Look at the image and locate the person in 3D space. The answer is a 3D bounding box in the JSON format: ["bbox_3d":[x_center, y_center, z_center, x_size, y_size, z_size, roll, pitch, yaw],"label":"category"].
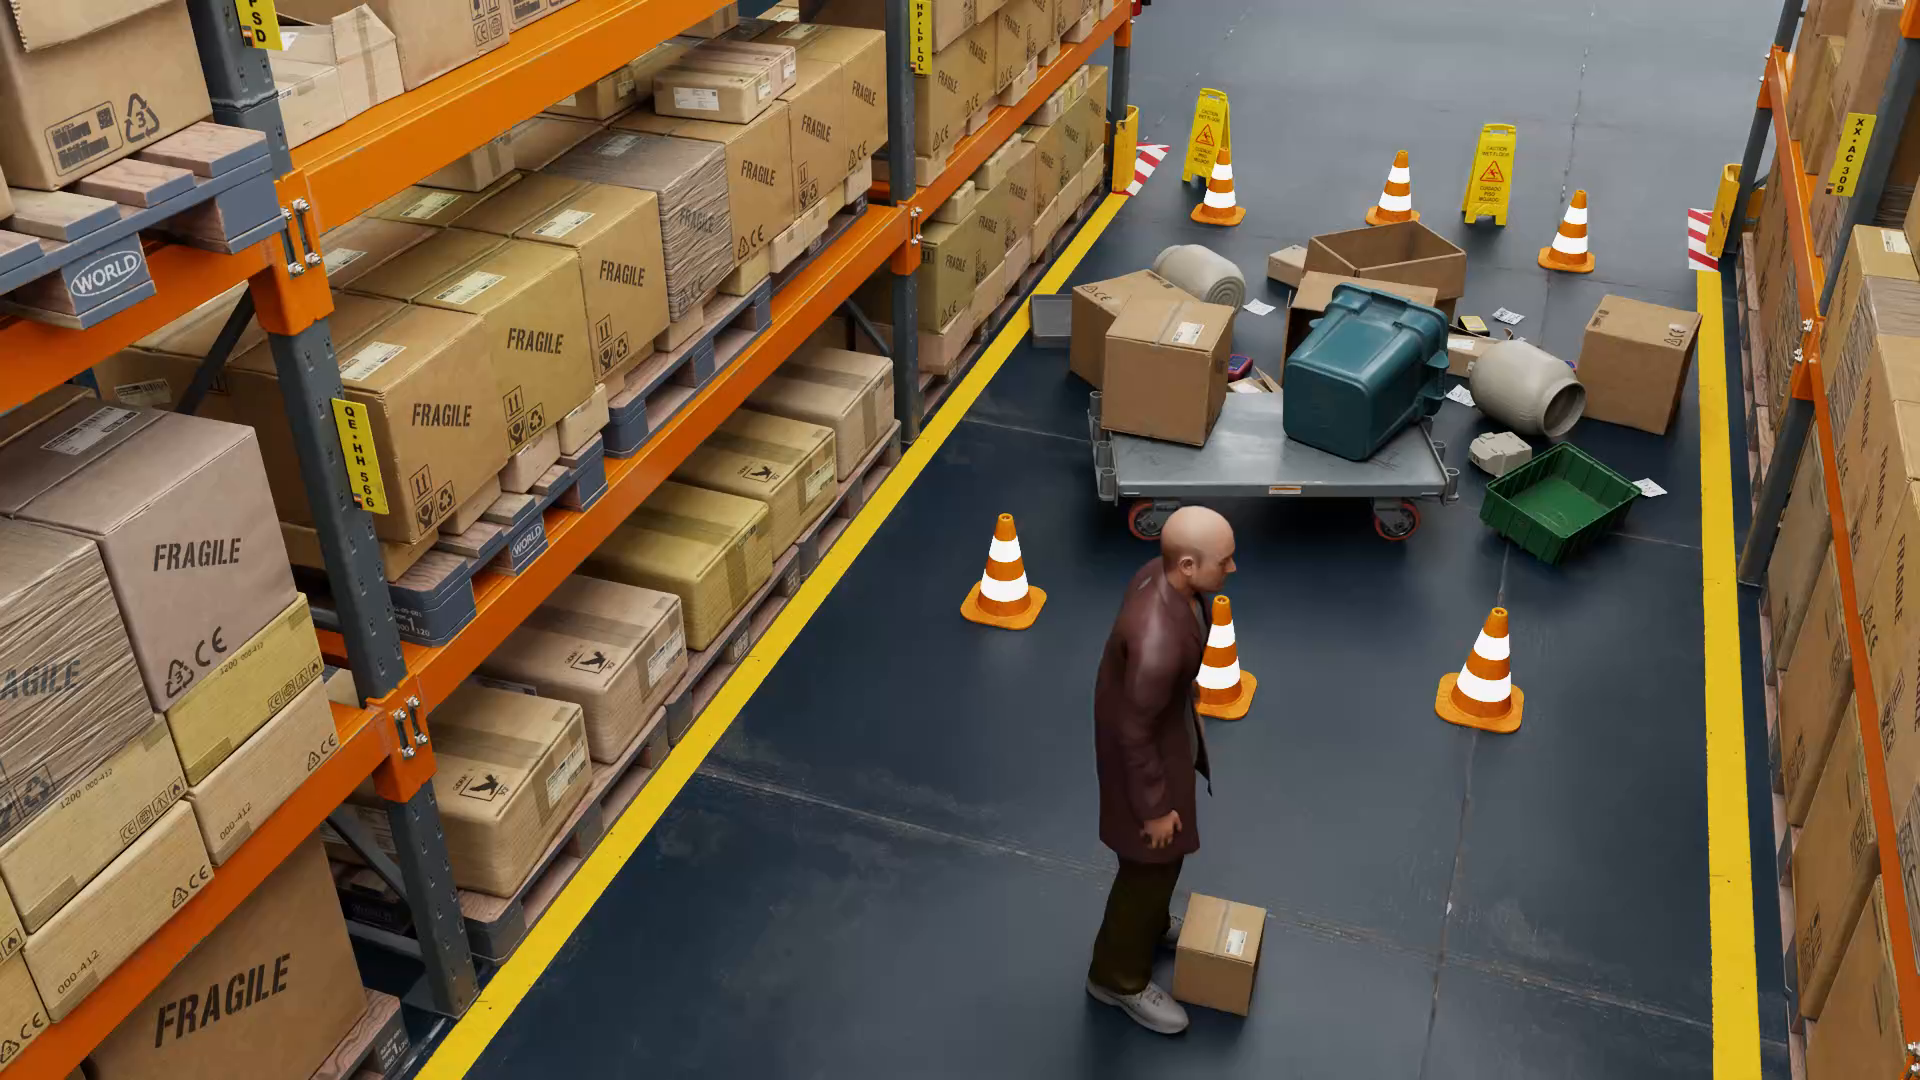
[{"bbox_3d":[0.618,0.666,5.119,0.418,1.774,0.656,10,34,15],"label":"person"}]
